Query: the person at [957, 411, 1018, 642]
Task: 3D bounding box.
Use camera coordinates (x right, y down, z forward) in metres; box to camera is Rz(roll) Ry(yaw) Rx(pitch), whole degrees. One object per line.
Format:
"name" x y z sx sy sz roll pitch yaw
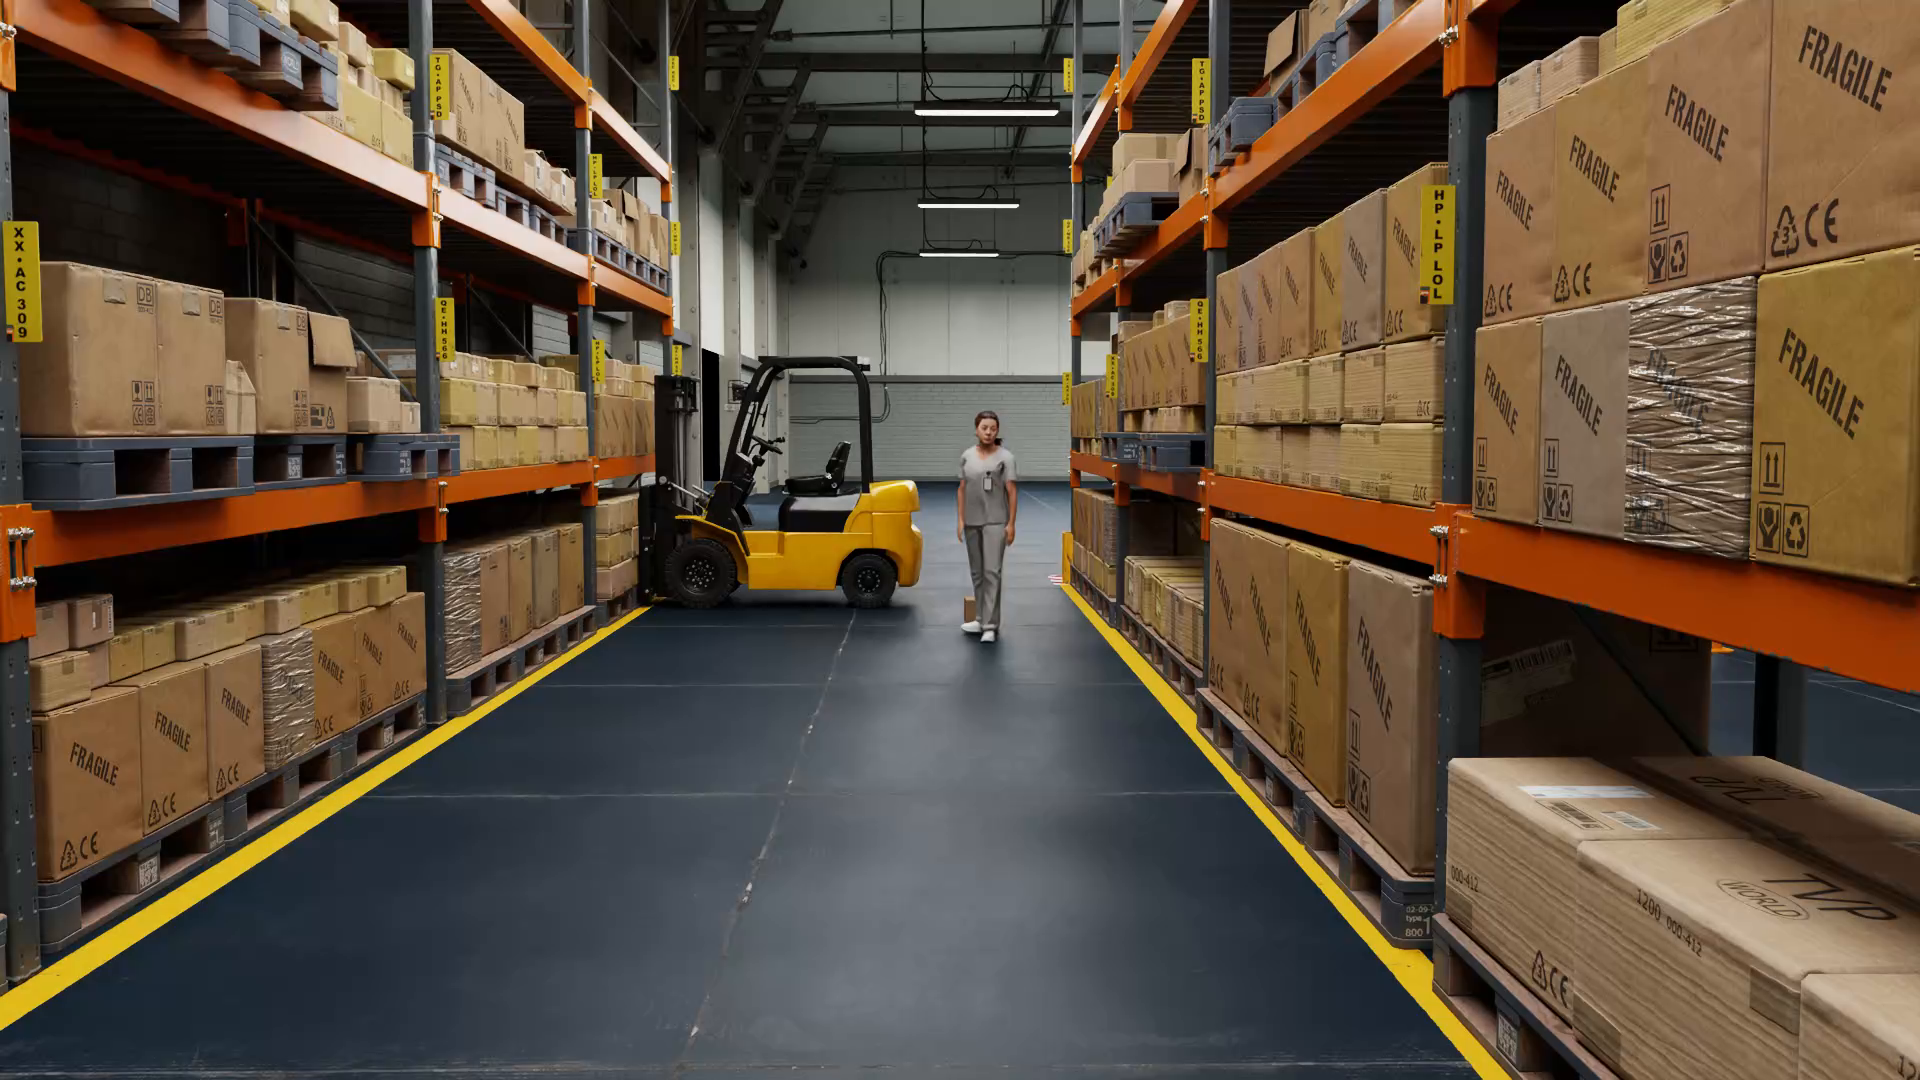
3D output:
"person" 0.193 -0.110 12.140 0.478 1.666 0.568 2 4 28
